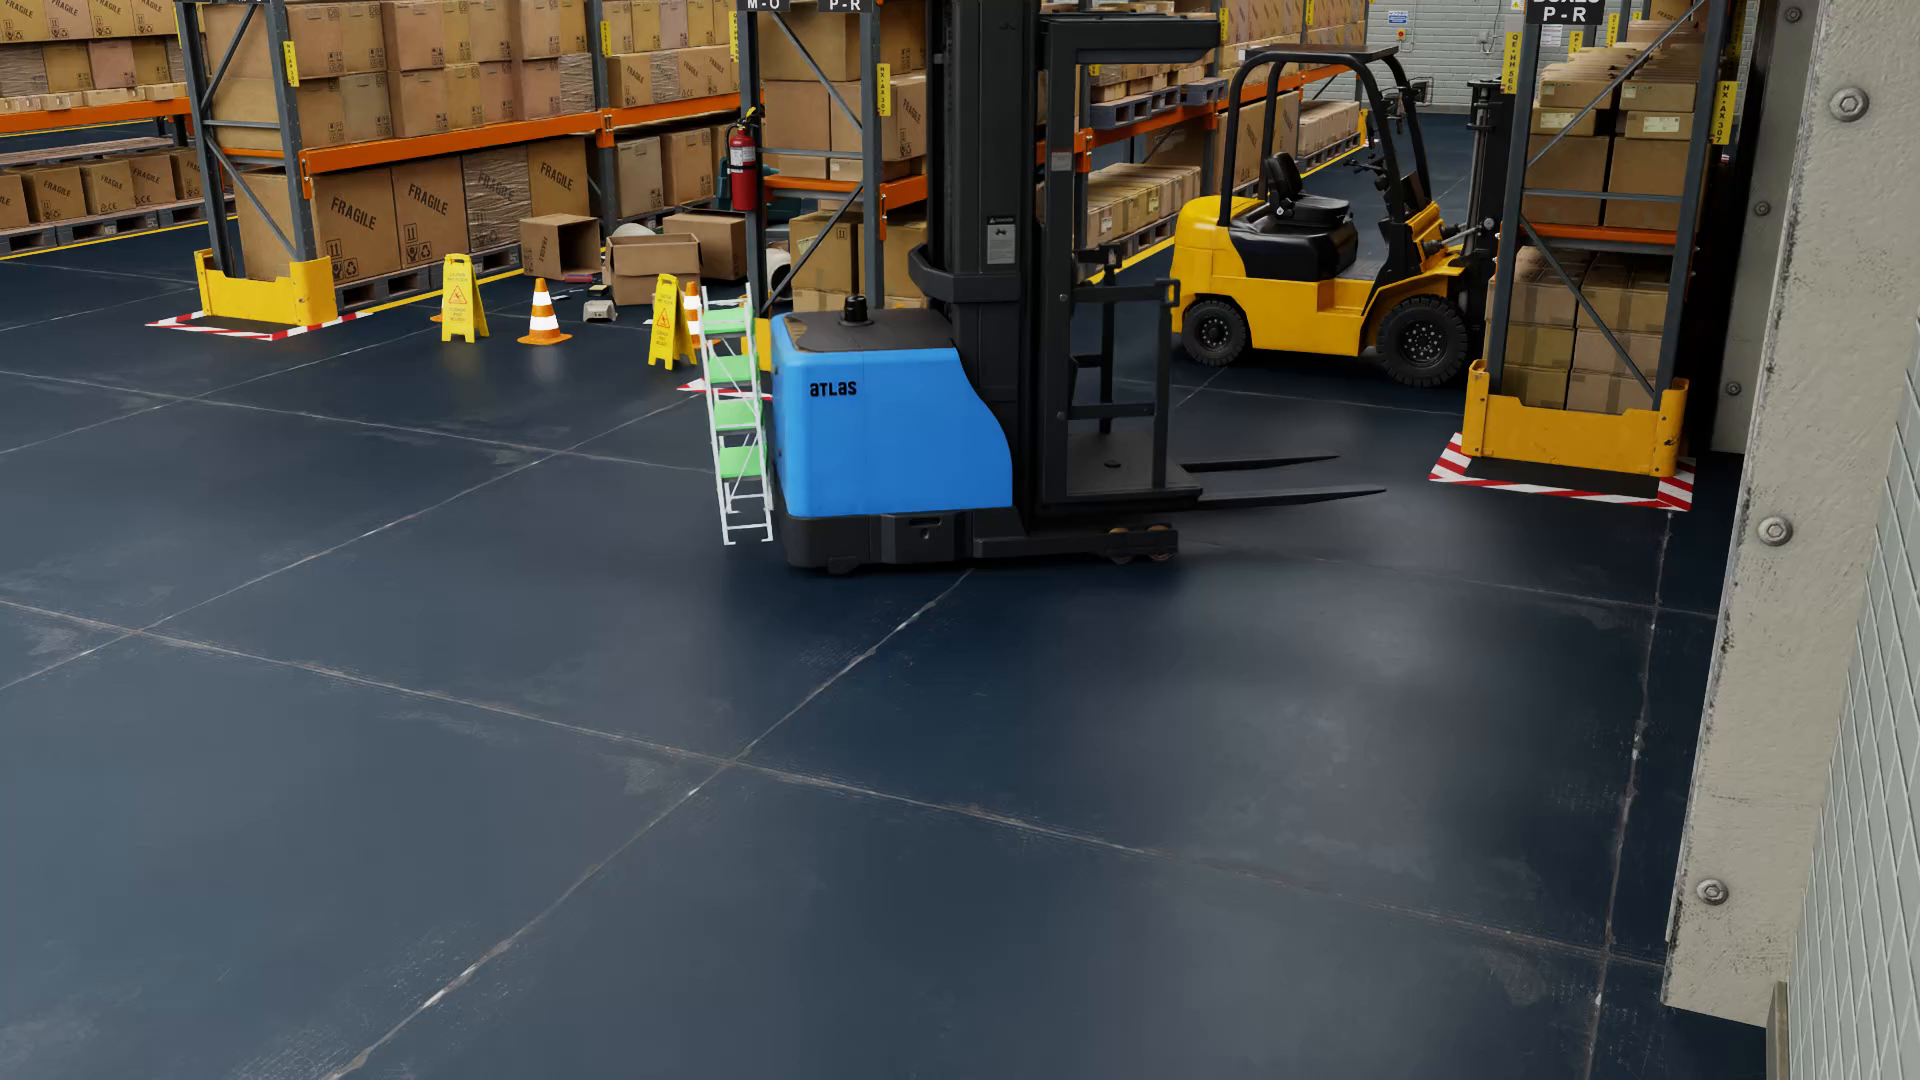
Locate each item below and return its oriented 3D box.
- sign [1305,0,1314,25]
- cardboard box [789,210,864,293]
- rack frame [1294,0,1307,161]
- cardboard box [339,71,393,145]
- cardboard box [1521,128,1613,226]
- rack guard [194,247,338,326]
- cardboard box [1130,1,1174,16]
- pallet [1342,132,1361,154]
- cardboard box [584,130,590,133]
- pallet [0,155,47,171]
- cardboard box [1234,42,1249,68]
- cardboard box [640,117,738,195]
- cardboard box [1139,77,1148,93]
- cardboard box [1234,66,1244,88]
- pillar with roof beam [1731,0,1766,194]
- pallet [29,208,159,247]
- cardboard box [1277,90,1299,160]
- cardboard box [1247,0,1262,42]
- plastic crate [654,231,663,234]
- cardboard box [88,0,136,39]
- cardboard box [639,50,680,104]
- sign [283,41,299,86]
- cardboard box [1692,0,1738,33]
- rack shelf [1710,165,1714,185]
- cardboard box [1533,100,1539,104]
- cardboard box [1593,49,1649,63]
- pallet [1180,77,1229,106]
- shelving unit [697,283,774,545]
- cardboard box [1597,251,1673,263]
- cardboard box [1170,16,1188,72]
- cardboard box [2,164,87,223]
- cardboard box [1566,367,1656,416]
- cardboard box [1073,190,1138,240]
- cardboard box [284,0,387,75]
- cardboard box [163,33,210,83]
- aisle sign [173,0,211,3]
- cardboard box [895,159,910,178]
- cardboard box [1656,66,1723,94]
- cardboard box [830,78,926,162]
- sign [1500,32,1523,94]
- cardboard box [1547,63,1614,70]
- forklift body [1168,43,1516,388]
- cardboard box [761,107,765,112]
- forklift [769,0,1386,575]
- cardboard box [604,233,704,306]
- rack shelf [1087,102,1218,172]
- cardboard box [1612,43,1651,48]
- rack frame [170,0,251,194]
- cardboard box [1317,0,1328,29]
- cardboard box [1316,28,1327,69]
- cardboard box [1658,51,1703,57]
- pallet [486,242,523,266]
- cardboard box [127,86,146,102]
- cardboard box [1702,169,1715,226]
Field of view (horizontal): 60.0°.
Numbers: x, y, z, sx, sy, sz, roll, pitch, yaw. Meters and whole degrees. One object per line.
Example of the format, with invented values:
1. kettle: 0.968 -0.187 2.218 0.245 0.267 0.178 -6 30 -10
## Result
1. sign: 4.422 -6.681 21.031 0.100 0.325 0.005 9 21 23
2. cardboard box: -0.901 -2.112 12.152 0.500 0.500 0.500 9 21 23
3. rack frame: 3.923 -6.244 21.413 1.000 3.000 0.127 9 21 23
4. cardboard box: -5.233 -3.586 13.714 0.875 0.550 0.550 9 21 23
5. cardboard box: 3.500 -2.130 9.694 0.500 0.500 0.500 8 21 21
6. rack guard: -5.559 -2.039 13.320 1.175 0.500 0.348 9 21 23
7. cardboard box: 1.872 -5.173 16.214 0.380 0.149 0.250 7 21 20
8. pallet: 5.304 -5.898 24.601 1.003 0.211 1.213 9 21 23
9. cardboard box: -5.727 -6.329 24.196 1.225 0.875 0.875 8 21 21
10. pallet: -12.627 -4.770 21.428 1.003 0.211 1.213 9 21 23
11. cardboard box: 2.930 -5.465 18.700 0.500 0.250 0.500 9 22 24
12. cardboard box: -2.959 -4.366 18.863 1.050 0.750 0.750 9 21 24
13. cardboard box: 1.564 -4.324 15.763 0.380 0.149 0.250 9 21 23
14. cardboard box: 2.909 -5.225 18.772 0.500 0.250 0.500 8 21 21
15. pillar with roof beam: 5.632 -9.071 20.408 9.100 9.000 0.400 9 21 23
16. pallet: -9.135 -3.260 17.184 1.003 0.211 1.213 9 21 23
17. cardboard box: 3.742 -5.241 21.135 0.875 0.875 0.875 9 22 24
18. cardboard box: 3.130 -5.966 18.989 0.500 0.500 0.500 9 22 24
19. plastic crate: -2.787 -2.916 16.166 0.662 0.188 0.450 -14 14 -33
20. cardboard box: -8.737 -5.336 16.773 0.500 0.500 0.500 9 21 23
21. cardboard box: -3.244 -4.772 17.125 0.500 0.500 0.500 9 21 23
22. sign: -5.045 -3.591 12.544 0.100 0.325 0.005 9 21 23
23. cardboard box: 9.305 -6.406 20.528 0.500 0.500 0.500 8 21 21
24. rack shelf: 5.996 -3.391 14.464 1.077 0.370 4.000 9 21 23
25. cardboard box: 3.502 -2.475 9.698 0.380 0.149 0.250 9 21 24
26. cardboard box: 4.767 -3.460 12.023 0.380 0.149 0.250 9 21 24
27. pallet: 2.090 -4.699 17.353 1.213 0.211 1.003 9 21 23
28. shelving unit: -1.111 -0.633 8.299 0.258 1.200 0.503 -5 20 -4
29. cardboard box: 4.324 -1.695 10.606 0.500 0.250 0.500 8 21 22
30. cardboard box: 1.945 -4.916 16.457 0.500 0.500 0.500 7 21 19
31. cardboard box: -9.274 -3.521 16.858 0.500 0.500 0.500 11 22 28
32. cardboard box: 3.918 -0.922 9.924 0.500 0.250 0.500 9 21 23
33. cardboard box: 1.150 -3.139 15.978 0.950 0.372 0.625 10 22 26
34. cardboard box: -5.220 -4.093 13.528 0.875 0.550 0.550 9 21 23
35. cardboard box: -8.635 -5.217 17.931 0.875 0.500 0.500 9 21 23
36. aisle sign: -5.851 -4.469 12.541 0.394 0.787 0.004 9 21 23
37. cardboard box: -0.573 -2.612 11.575 0.380 0.149 0.250 9 21 24
38. cardboard box: 4.502 -2.845 10.292 0.380 0.149 0.250 8 21 21
39. cardboard box: -0.544 -2.870 11.332 0.500 0.500 0.500 8 21 22
40. sign: 3.049 -2.632 9.174 0.100 0.325 0.005 9 21 23
41. cardboard box: 3.924 -2.931 10.536 0.380 0.149 0.250 9 21 24
42. forklift body: 2.651 -2.326 11.663 2.313 2.155 1.214 9 21 23
43. cardboard box: -2.232 -5.288 20.710 0.500 0.250 0.500 8 21 21
44. forklift: 0.601 -1.442 8.013 3.031 2.935 1.130 -3 20 -10
45. cardboard box: -2.582 -2.284 14.003 0.797 0.503 0.637 -5 20 -15
46. rack shelf: 1.466 -4.071 16.376 1.077 0.370 4.000 9 21 23
47. cardboard box: 6.307 -4.556 15.547 0.380 0.149 0.250 9 21 24
48. rack frame: -8.394 -5.158 18.360 1.000 3.000 0.127 9 21 23
49. cardboard box: 4.551 -7.028 21.977 0.500 0.500 0.500 8 21 22
50. cardboard box: 4.563 -6.552 22.130 0.500 0.500 0.500 9 21 23
51. cardboard box: 5.181 -3.402 11.859 0.380 0.149 0.250 8 21 21
52. pallet: -4.294 -2.911 16.203 1.003 0.211 1.213 9 21 23
53. cardboard box: -8.706 -4.641 17.279 0.380 0.149 0.250 9 21 23
54. cardboard box: 7.243 -3.452 16.666 0.500 0.500 0.500 9 22 25
